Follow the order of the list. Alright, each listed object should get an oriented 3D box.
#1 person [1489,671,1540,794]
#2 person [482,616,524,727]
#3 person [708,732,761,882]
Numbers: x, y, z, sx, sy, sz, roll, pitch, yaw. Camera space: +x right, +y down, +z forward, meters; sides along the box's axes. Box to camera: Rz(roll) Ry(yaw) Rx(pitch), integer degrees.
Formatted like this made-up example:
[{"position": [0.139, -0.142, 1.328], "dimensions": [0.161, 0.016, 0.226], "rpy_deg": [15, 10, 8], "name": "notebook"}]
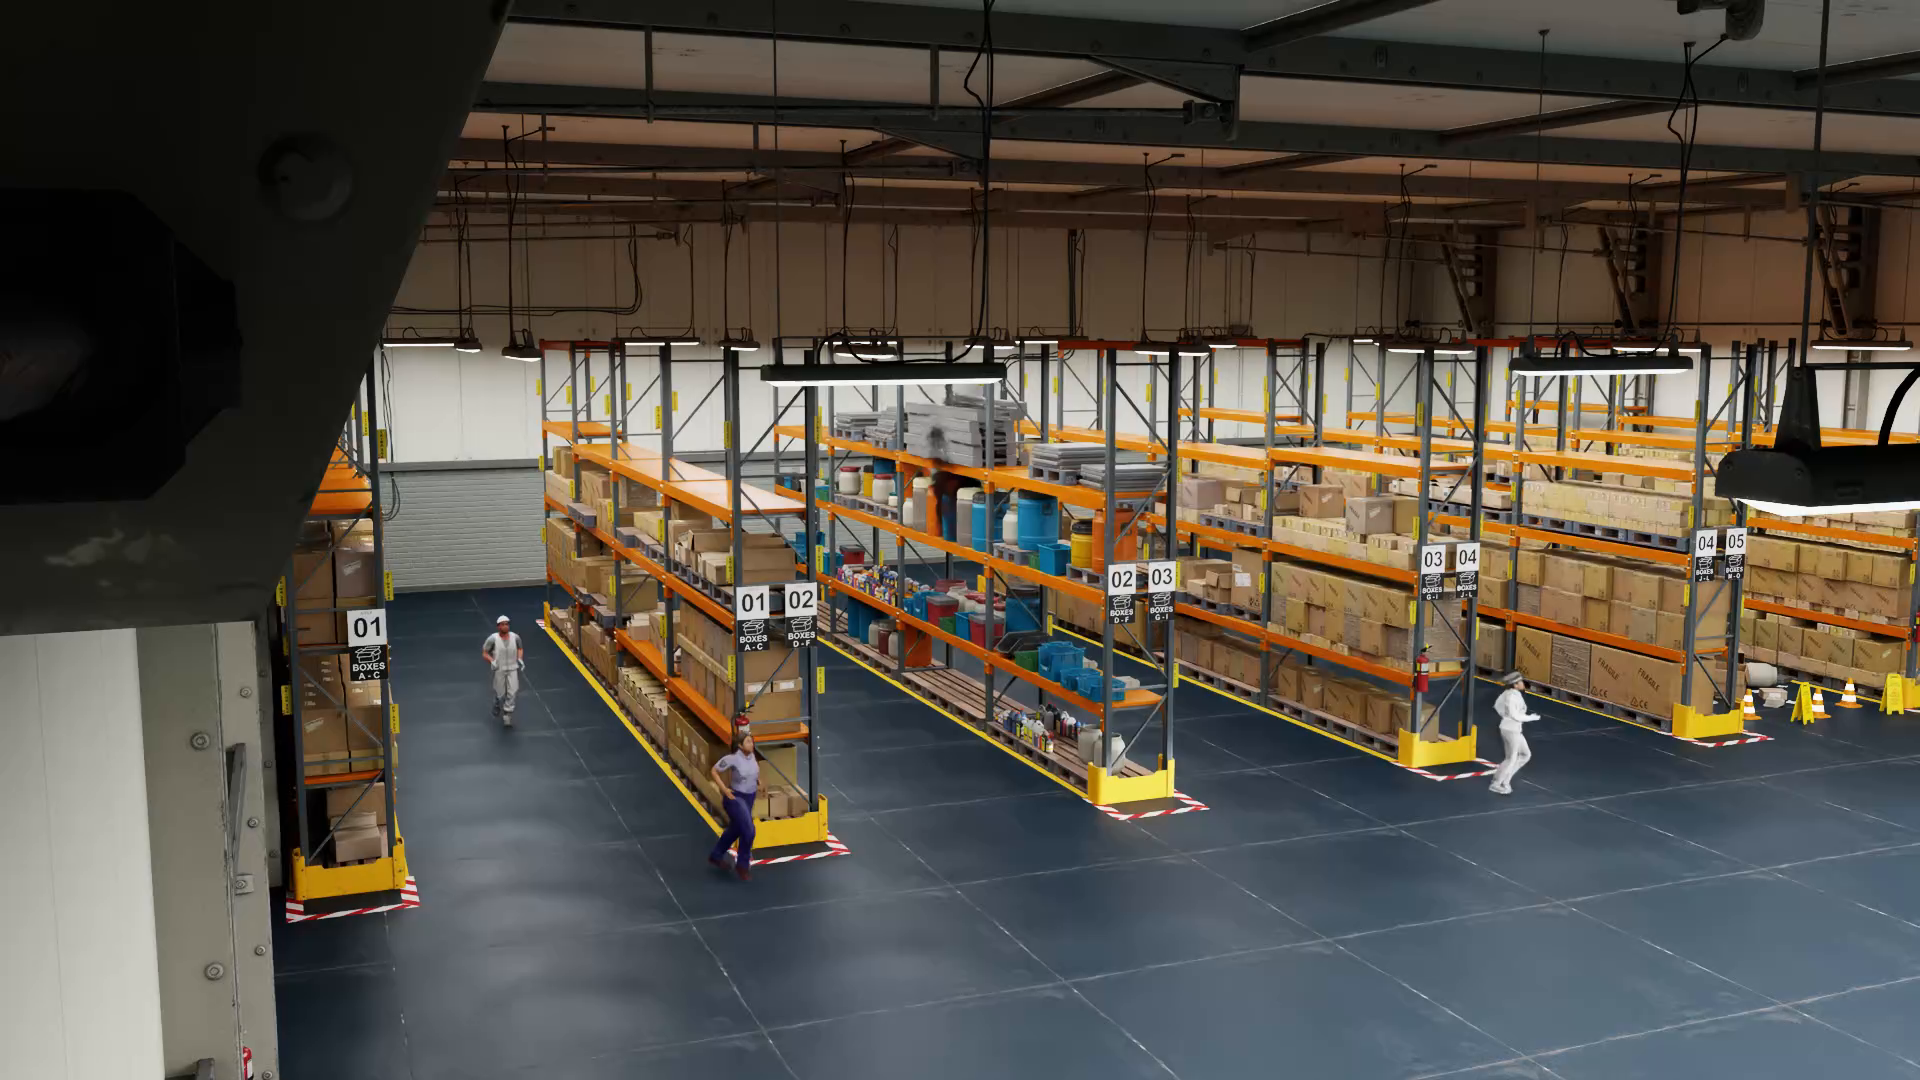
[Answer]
[{"position": [7.499, 2.592, 22.488], "dimensions": [0.628, 1.672, 0.621], "rpy_deg": [2, 8, 13], "name": "person"}, {"position": [-7.202, 2.054, 26.282], "dimensions": [0.651, 1.742, 0.644], "rpy_deg": [-4, 9, -30], "name": "person"}, {"position": [-2.565, 3.058, 19.208], "dimensions": [0.688, 1.702, 0.625], "rpy_deg": [4, 8, 26], "name": "person"}]
